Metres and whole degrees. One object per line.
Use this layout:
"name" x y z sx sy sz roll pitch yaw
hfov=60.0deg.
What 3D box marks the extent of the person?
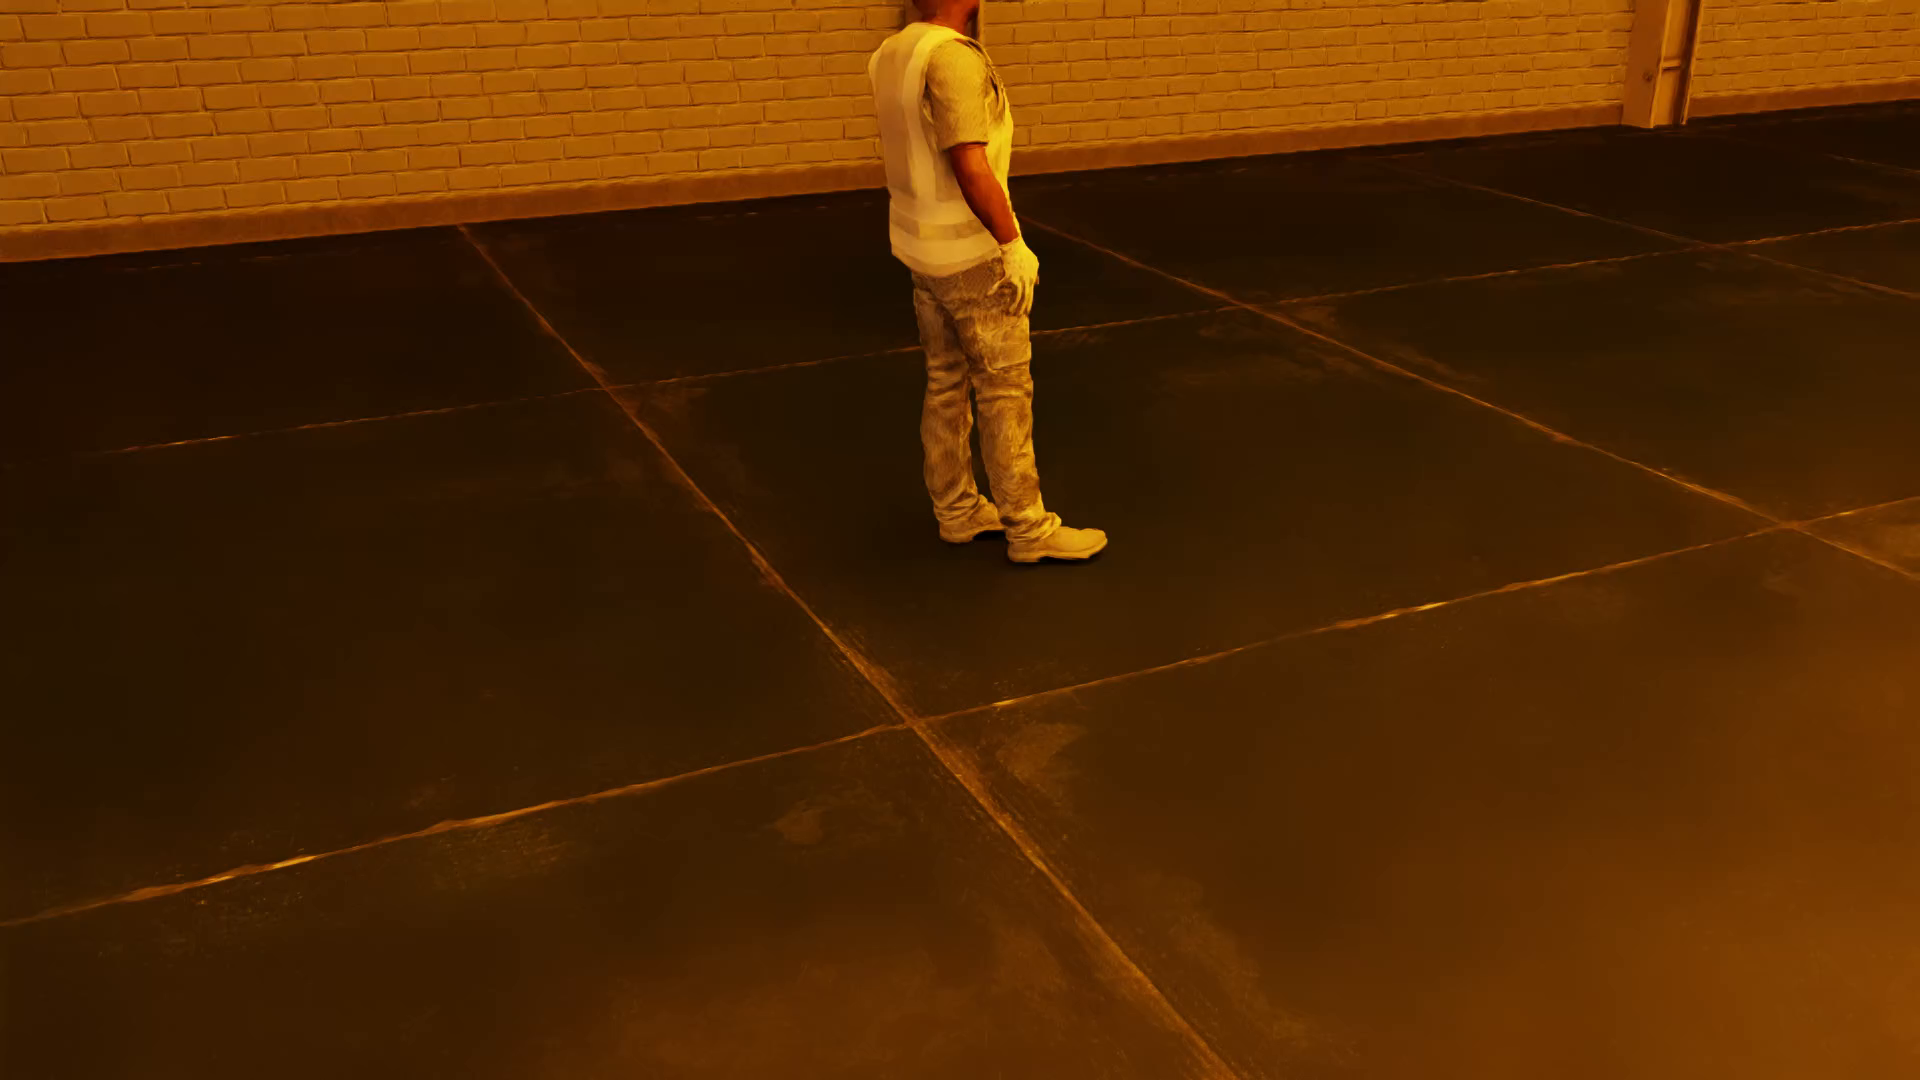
"person" 0.069 -0.839 4.784 0.576 1.782 0.655 -10 25 -23
